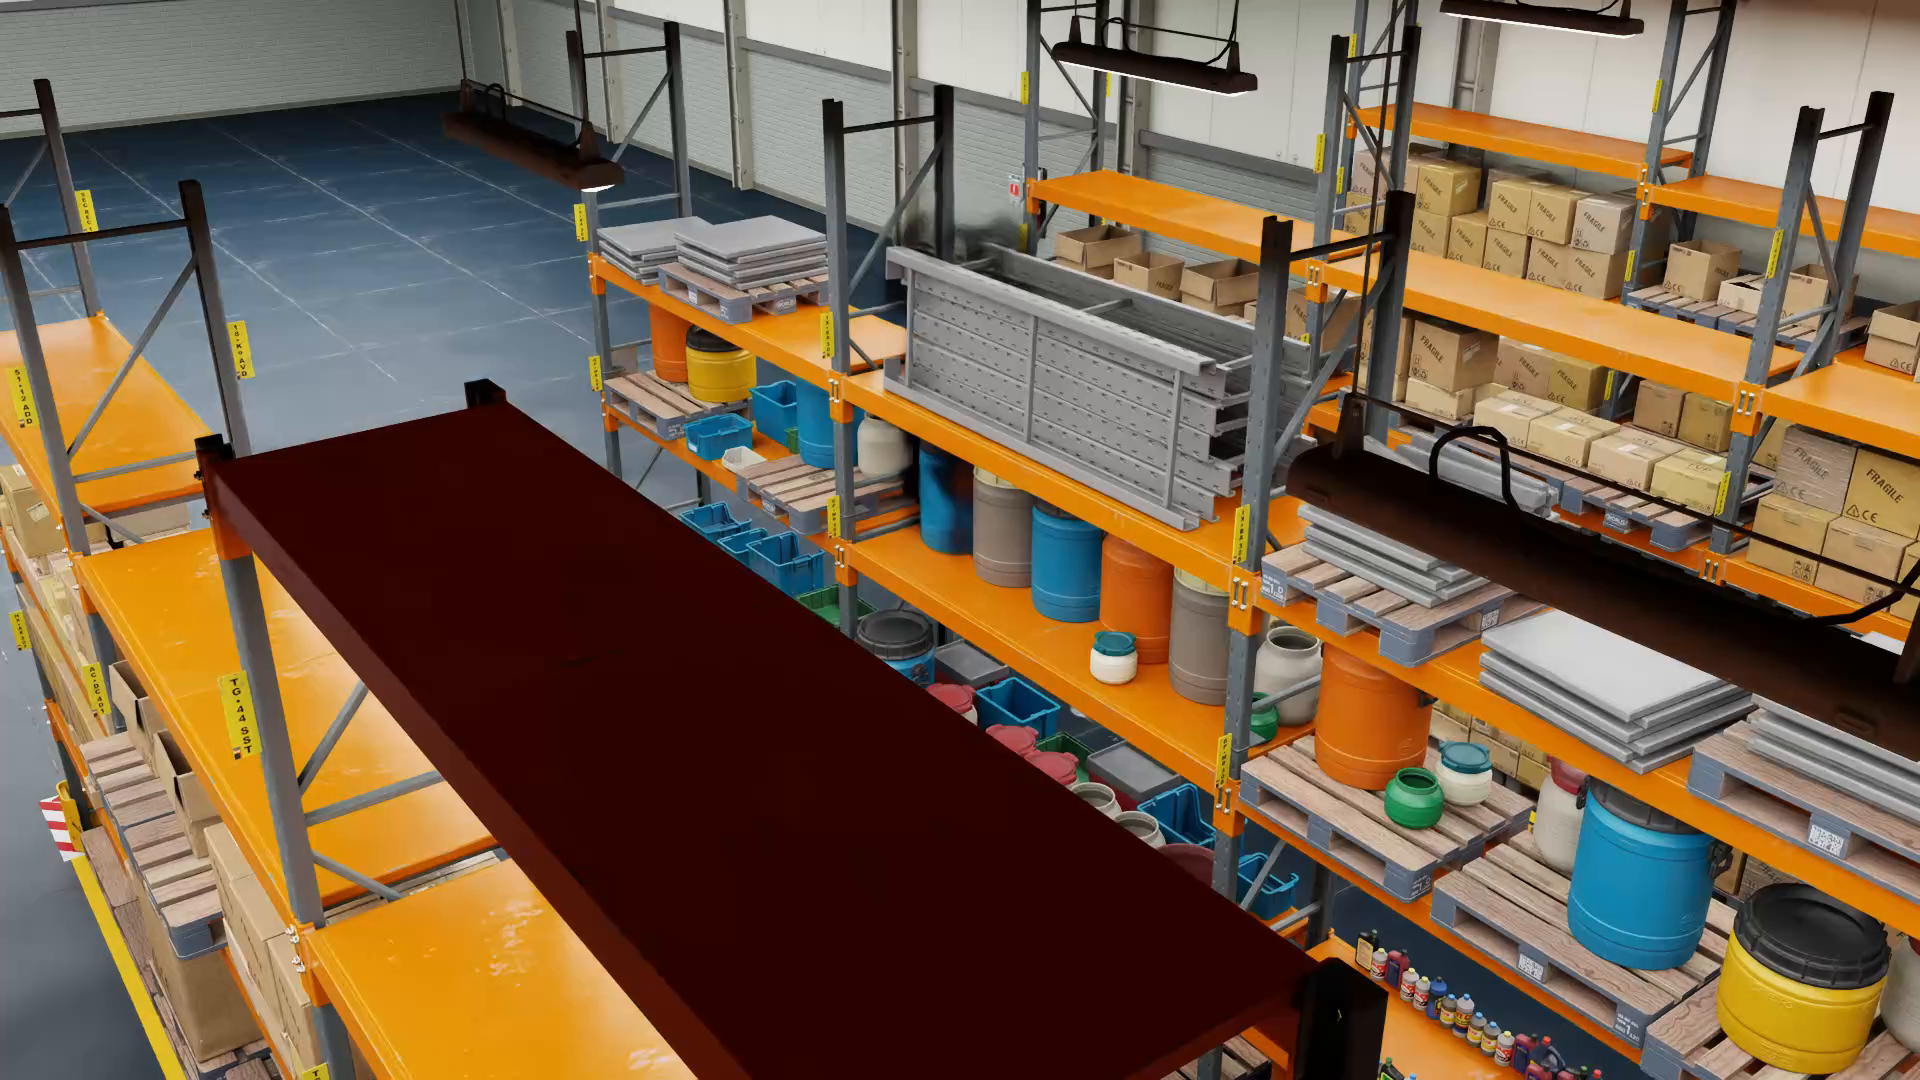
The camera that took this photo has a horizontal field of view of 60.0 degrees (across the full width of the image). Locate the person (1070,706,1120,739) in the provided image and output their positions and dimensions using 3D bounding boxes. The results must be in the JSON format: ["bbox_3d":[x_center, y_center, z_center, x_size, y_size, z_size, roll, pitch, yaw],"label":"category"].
[{"bbox_3d":[1.276,0.855,14.347,0.779,1.771,0.668,21,32,38],"label":"person"}]
